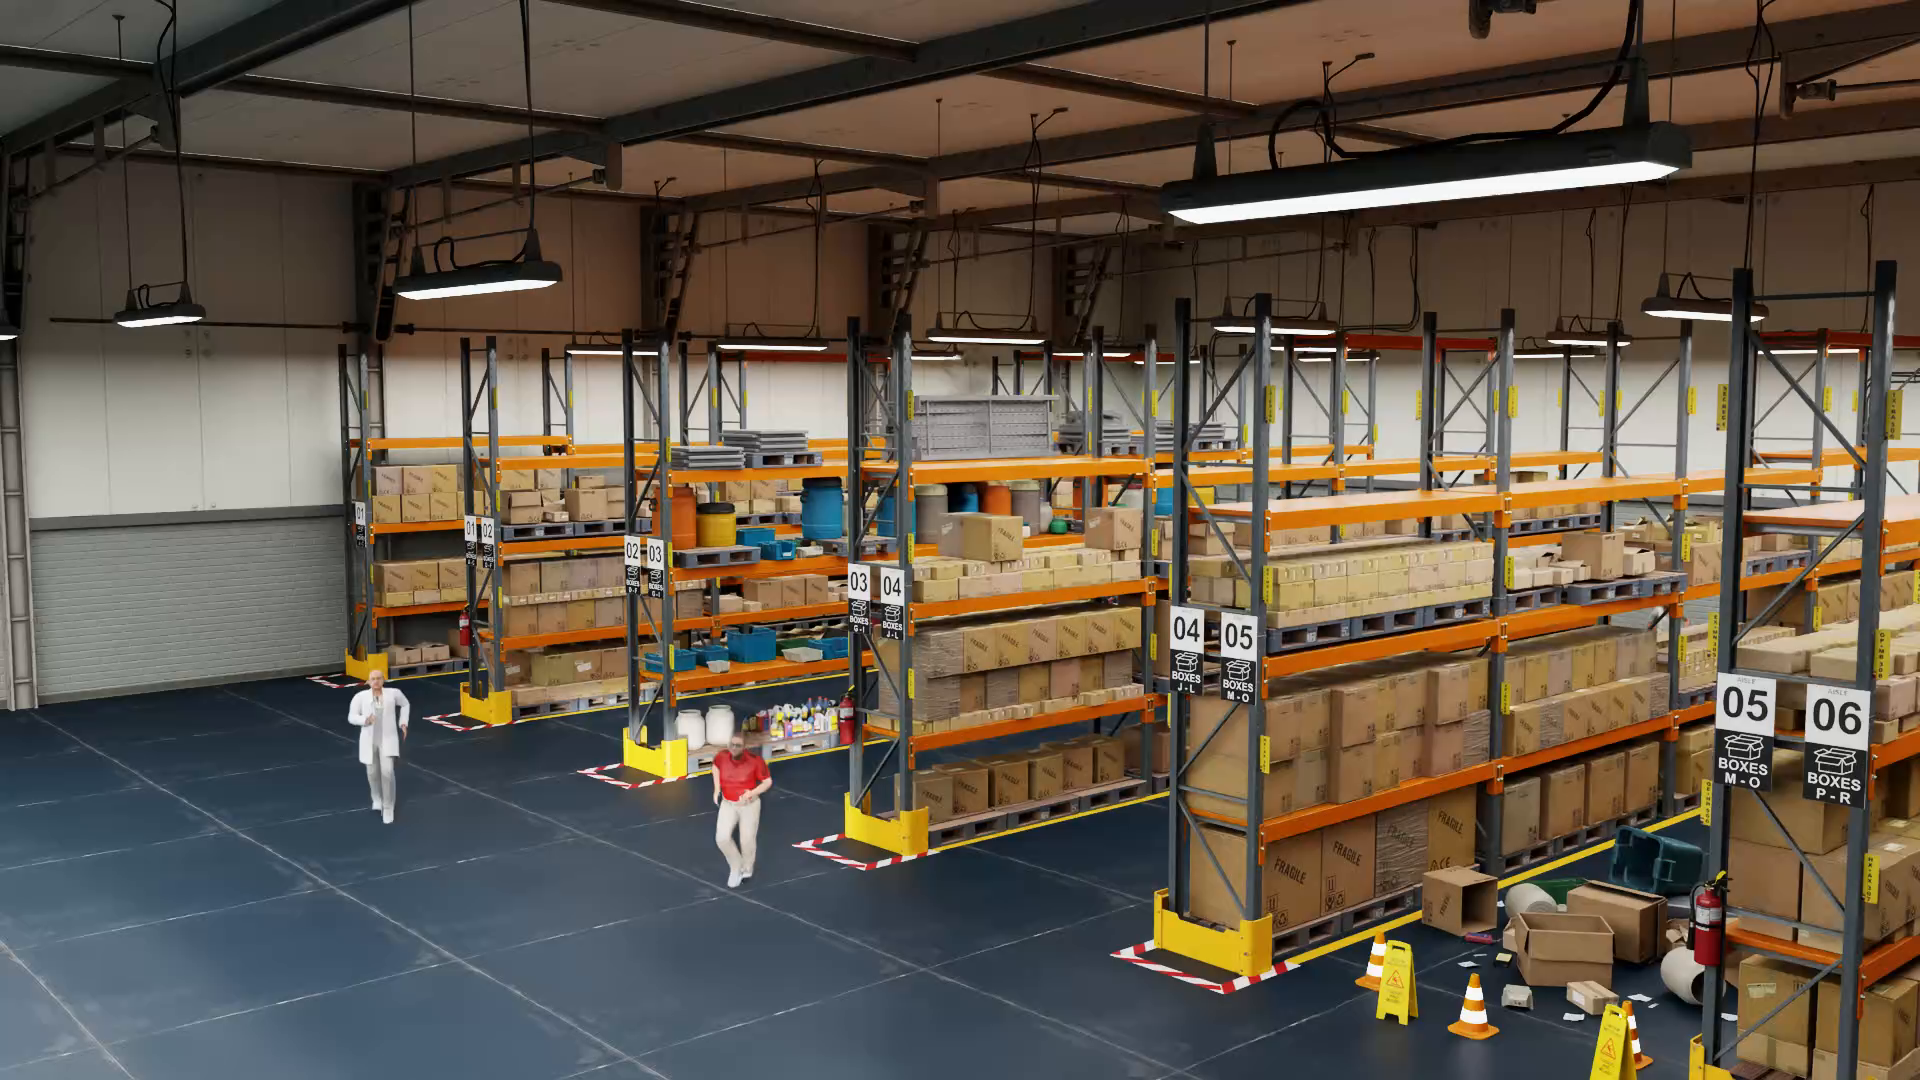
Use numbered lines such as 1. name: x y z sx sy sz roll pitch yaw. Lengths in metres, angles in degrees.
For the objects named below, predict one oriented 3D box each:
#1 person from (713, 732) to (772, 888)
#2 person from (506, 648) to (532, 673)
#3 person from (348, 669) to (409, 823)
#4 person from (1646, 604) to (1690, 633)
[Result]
1. person: -2.281 2.811 17.394 0.683 1.687 0.874 1 5 6
2. person: -7.663 1.772 28.479 0.590 1.643 0.880 3 6 32
3. person: -7.036 2.480 20.151 0.672 1.850 0.842 -1 5 -13
4. person: 12.065 1.751 28.344 0.690 1.762 0.924 2 6 22
